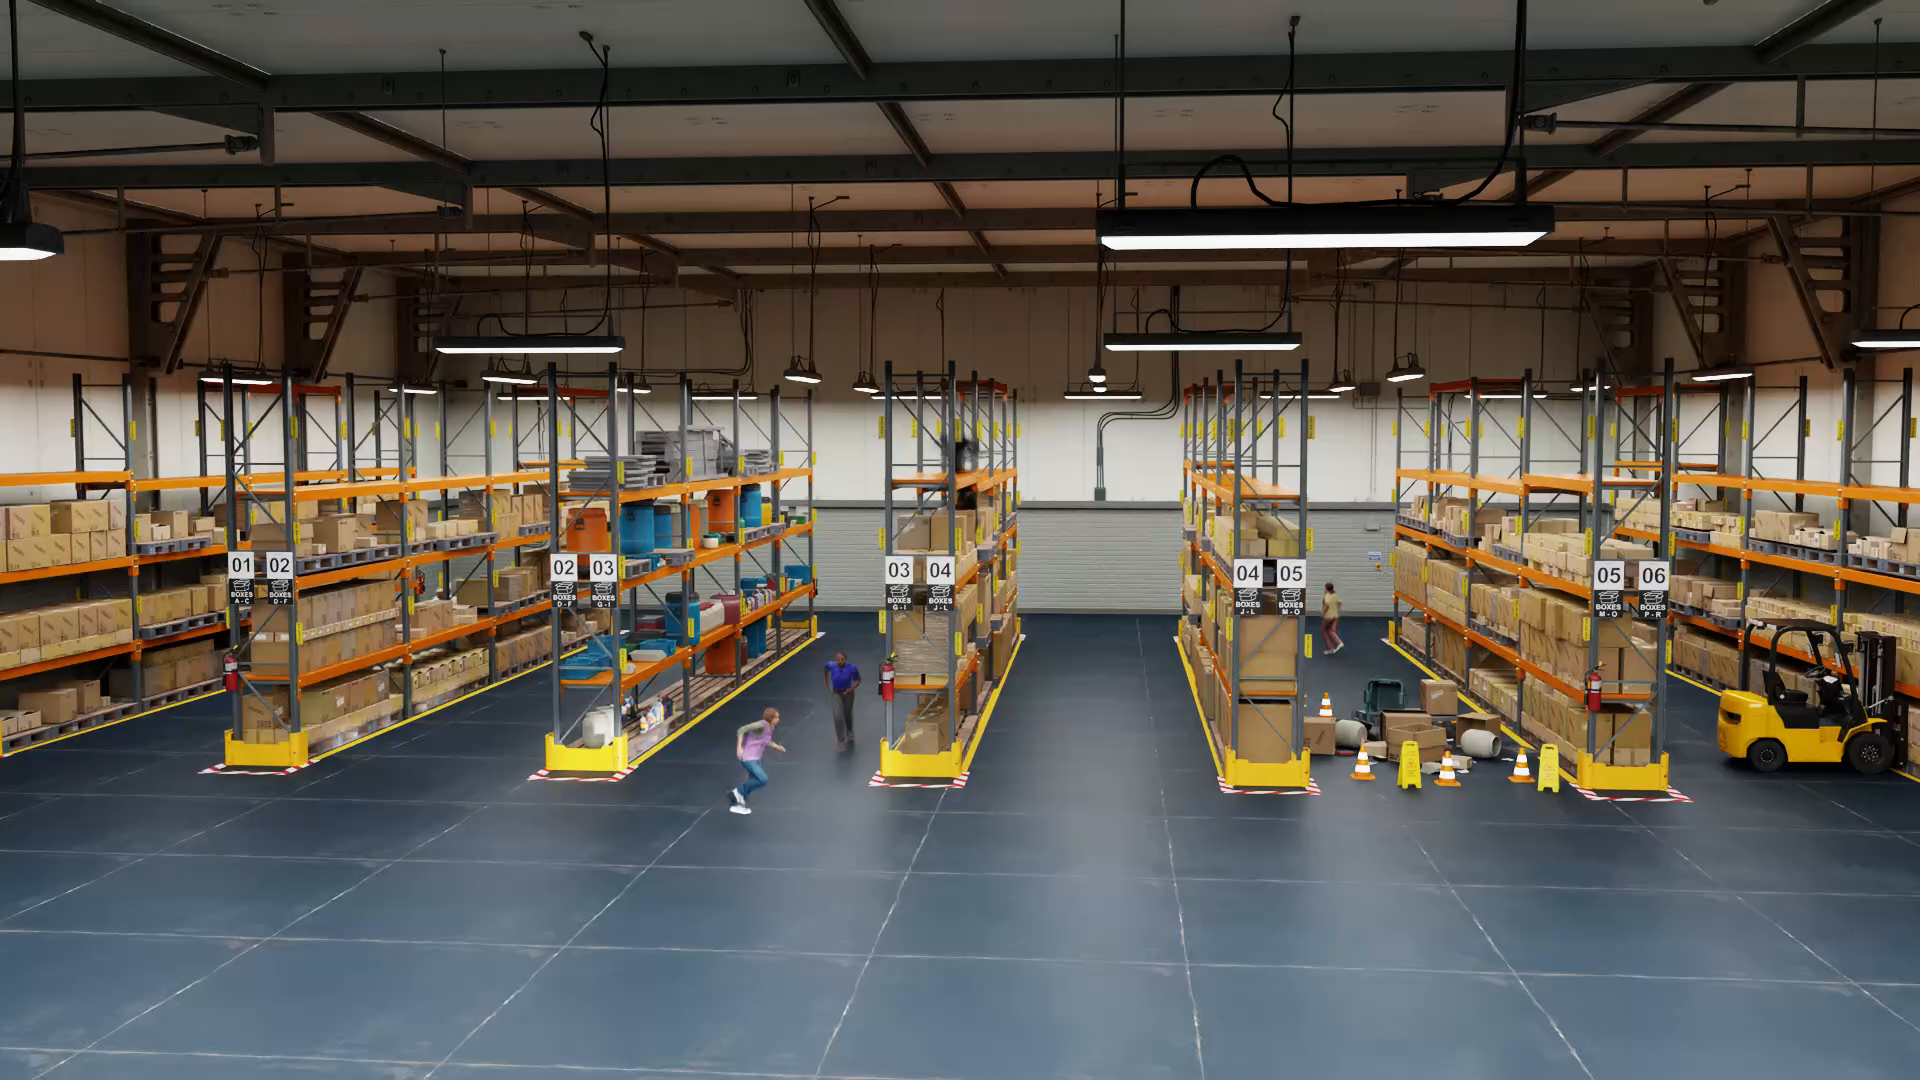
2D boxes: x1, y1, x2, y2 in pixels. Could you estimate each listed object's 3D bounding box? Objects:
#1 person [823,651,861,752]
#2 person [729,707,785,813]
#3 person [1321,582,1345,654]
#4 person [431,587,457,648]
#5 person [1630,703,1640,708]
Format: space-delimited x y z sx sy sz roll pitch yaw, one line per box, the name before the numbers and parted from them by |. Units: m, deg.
person | -1.848 2.511 26.348 0.618 1.622 0.922 0 4 6
person | -2.656 2.872 21.558 0.790 1.431 0.571 1 4 21
person | 8.326 1.758 37.002 0.570 1.627 0.708 -2 4 -29
person | -11.204 1.804 36.177 0.716 1.652 0.760 0 4 -7
person | 11.287 2.291 28.129 0.706 1.734 0.875 0 4 -4
